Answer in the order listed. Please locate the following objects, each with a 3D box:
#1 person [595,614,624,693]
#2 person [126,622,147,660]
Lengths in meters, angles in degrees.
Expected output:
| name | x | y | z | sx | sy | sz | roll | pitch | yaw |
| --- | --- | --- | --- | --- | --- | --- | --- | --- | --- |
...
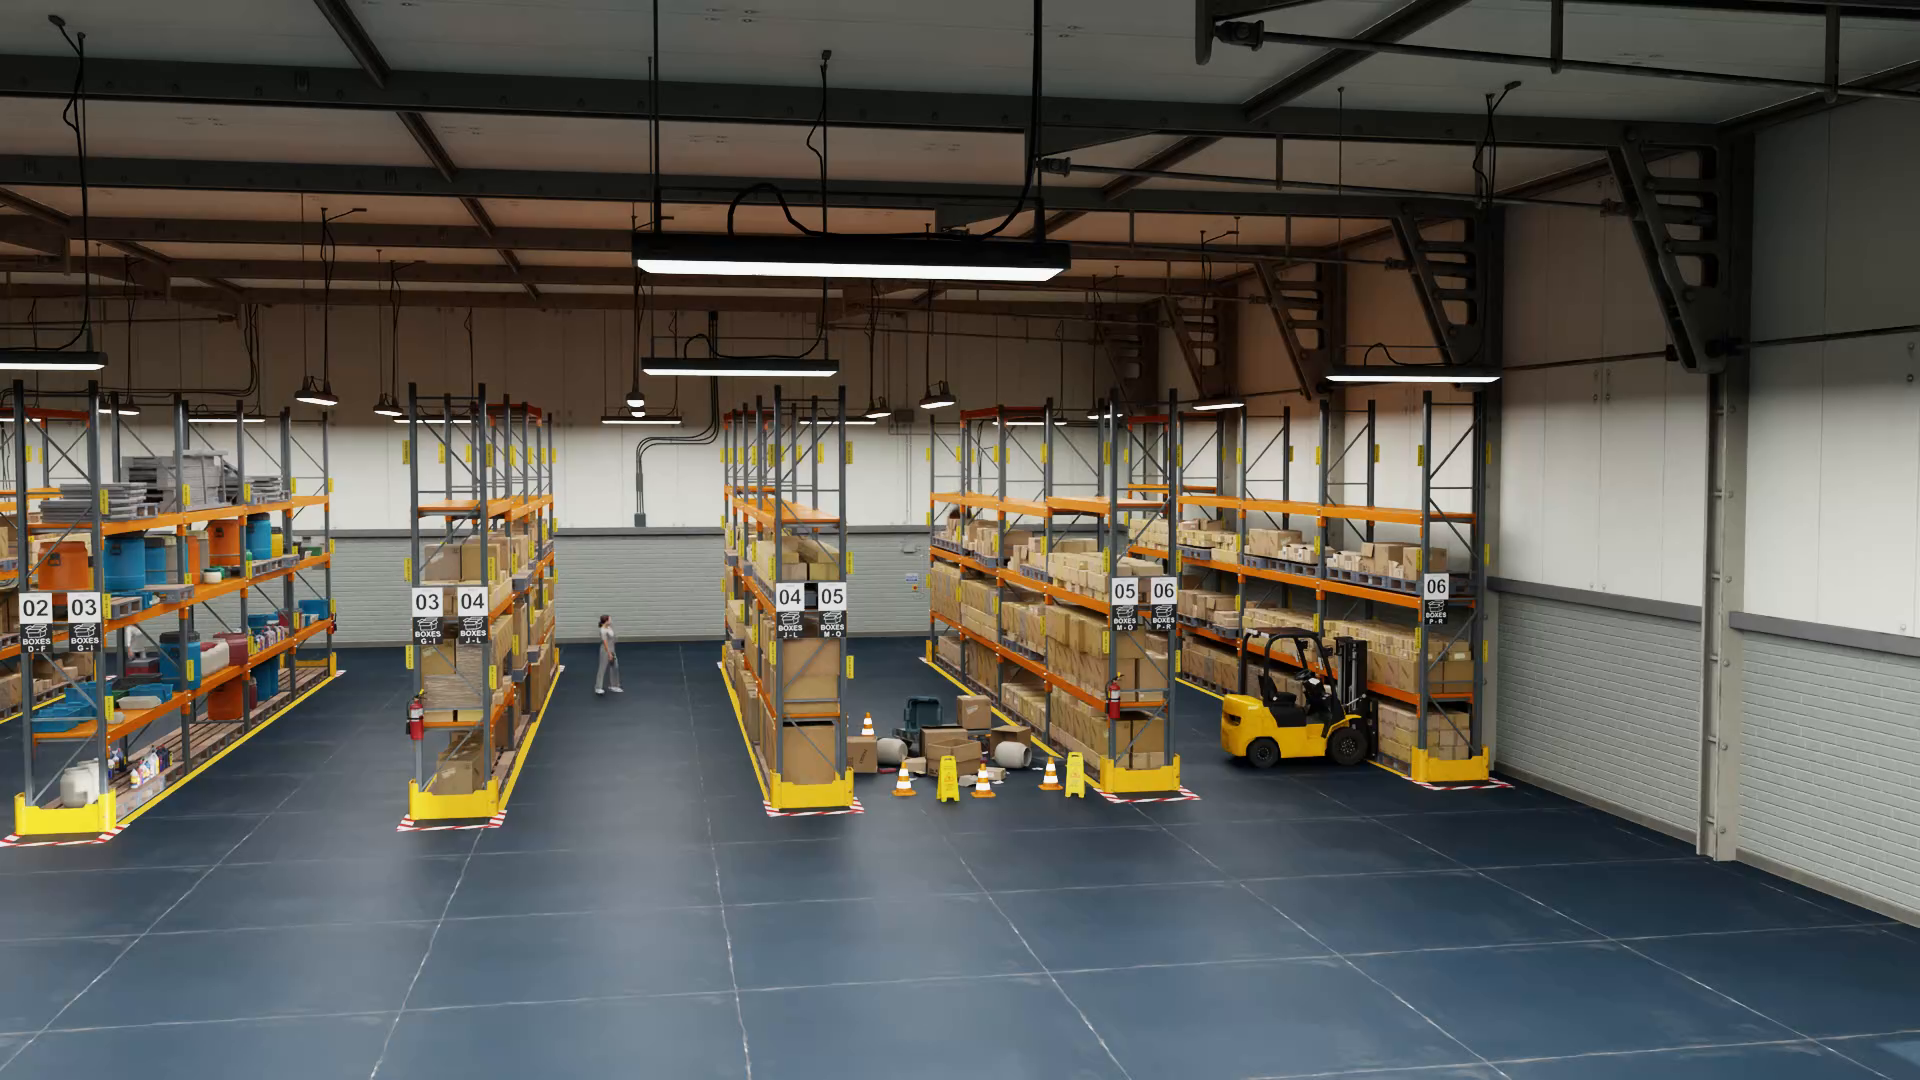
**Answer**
| name | x | y | z | sx | sy | sz | roll | pitch | yaw |
| --- | --- | --- | --- | --- | --- | --- | --- | --- | --- |
| person | -7.429 | 2.407 | 35.120 | 0.483 | 1.706 | 0.601 | 1 | 3 | 15 |
| person | -17.603 | 2.412 | 35.649 | 0.499 | 1.598 | 0.491 | 1 | 3 | 27 |
